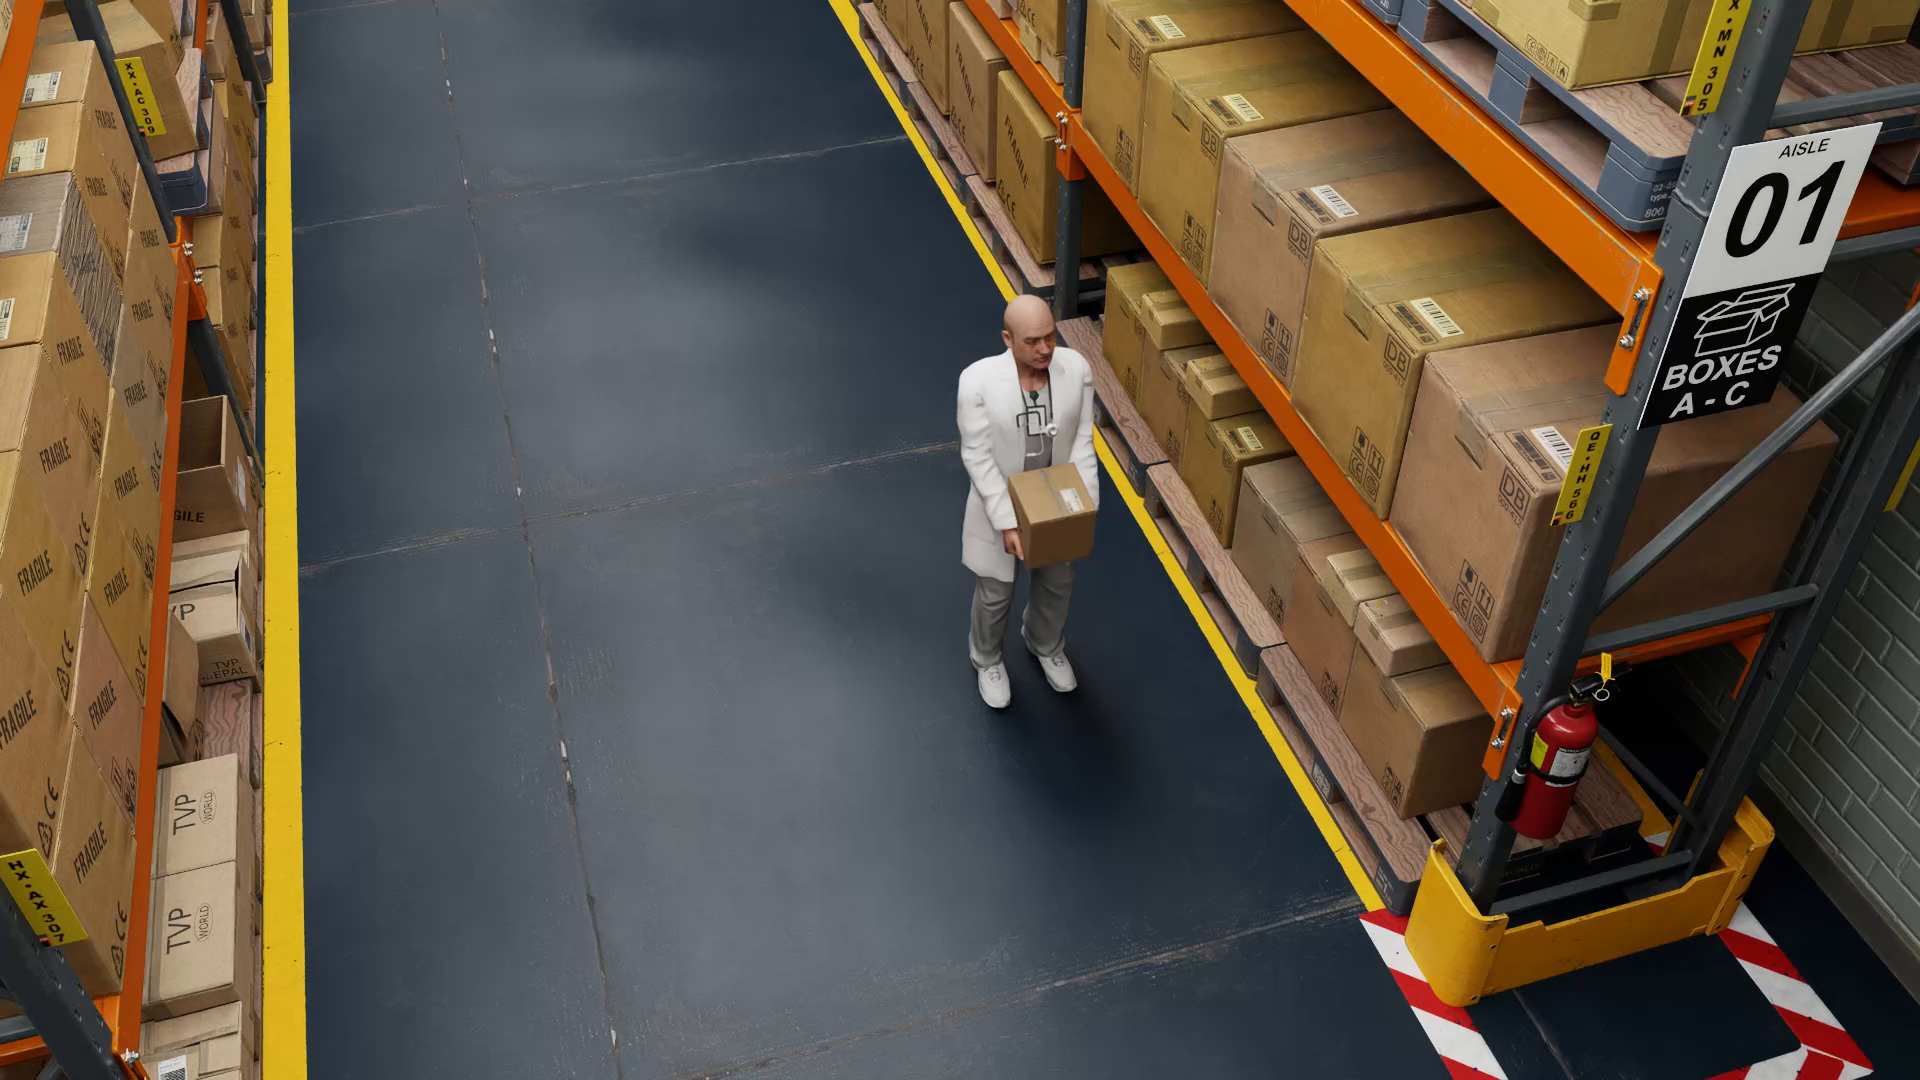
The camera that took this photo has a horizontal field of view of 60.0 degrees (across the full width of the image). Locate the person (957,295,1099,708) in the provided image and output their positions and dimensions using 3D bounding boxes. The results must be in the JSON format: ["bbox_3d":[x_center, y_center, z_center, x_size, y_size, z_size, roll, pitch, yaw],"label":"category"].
[{"bbox_3d":[0.279,-0.070,6.253,0.527,1.776,0.545,-12,43,-13],"label":"person"}]
